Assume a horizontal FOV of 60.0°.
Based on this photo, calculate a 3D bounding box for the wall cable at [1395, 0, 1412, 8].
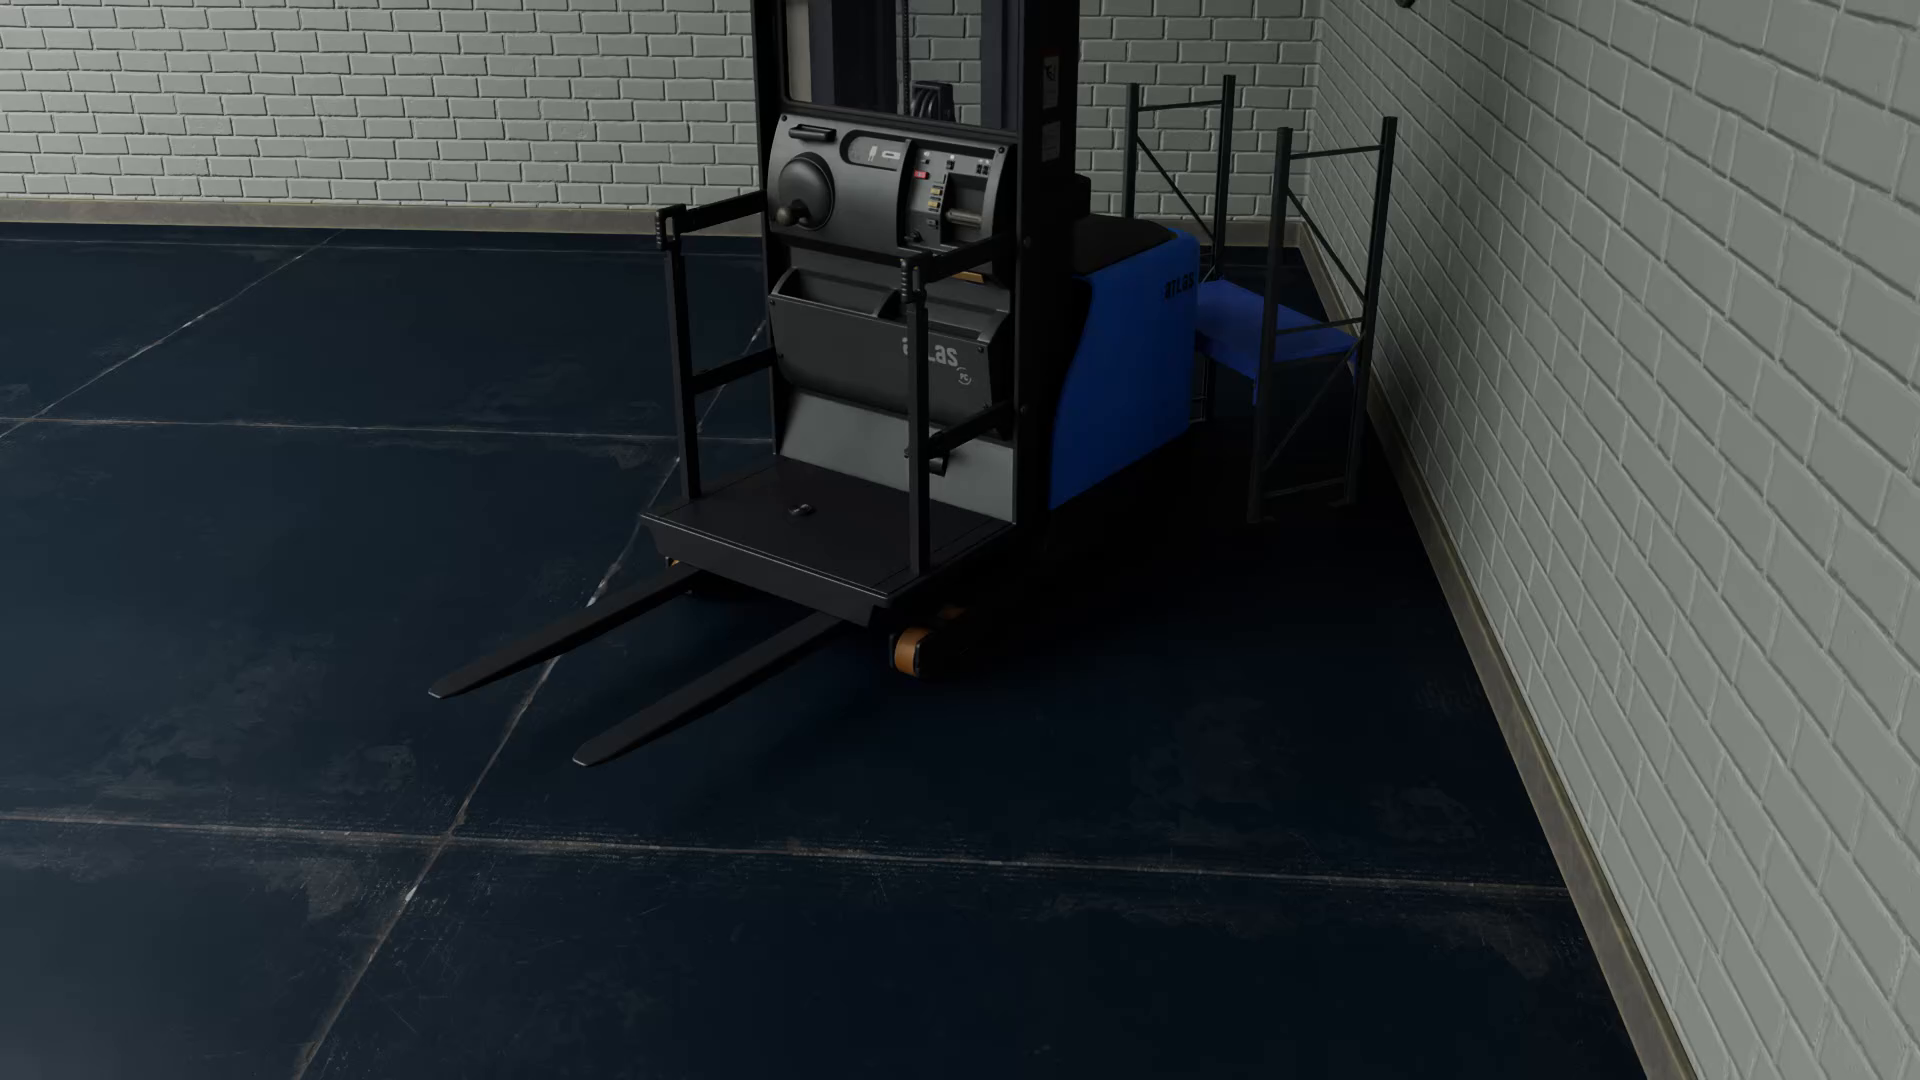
[{"bbox_3d":[1.926,-3.858,7.584,0.112,2.526,3.097,2,25,4],"label":"wall cable"}]

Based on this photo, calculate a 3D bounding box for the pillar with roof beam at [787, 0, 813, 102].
[{"bbox_3d":[-1.240,-4.120,4.439,0.400,9.000,9.100,2,25,4],"label":"pillar with roof beam"}]

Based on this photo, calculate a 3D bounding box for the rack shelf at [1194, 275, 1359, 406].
[{"bbox_3d":[1.113,-0.818,6.664,0.538,0.185,1.000,-11,27,-23],"label":"rack shelf"}]

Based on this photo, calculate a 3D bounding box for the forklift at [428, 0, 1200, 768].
[{"bbox_3d":[-0.367,-1.121,5.181,1.130,2.935,3.031,17,30,32],"label":"forklift"}]

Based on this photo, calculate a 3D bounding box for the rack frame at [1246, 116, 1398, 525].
[{"bbox_3d":[1.334,-0.790,6.173,0.500,1.500,0.032,-11,27,-23],"label":"rack frame"}]

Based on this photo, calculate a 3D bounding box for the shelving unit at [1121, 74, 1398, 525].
[{"bbox_3d":[1.113,-0.982,6.589,0.538,1.500,1.048,-11,27,-23],"label":"shelving unit"}]

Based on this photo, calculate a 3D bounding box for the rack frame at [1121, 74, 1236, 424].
[{"bbox_3d":[0.893,-1.173,7.005,0.500,1.500,0.032,-11,27,-23],"label":"rack frame"}]
